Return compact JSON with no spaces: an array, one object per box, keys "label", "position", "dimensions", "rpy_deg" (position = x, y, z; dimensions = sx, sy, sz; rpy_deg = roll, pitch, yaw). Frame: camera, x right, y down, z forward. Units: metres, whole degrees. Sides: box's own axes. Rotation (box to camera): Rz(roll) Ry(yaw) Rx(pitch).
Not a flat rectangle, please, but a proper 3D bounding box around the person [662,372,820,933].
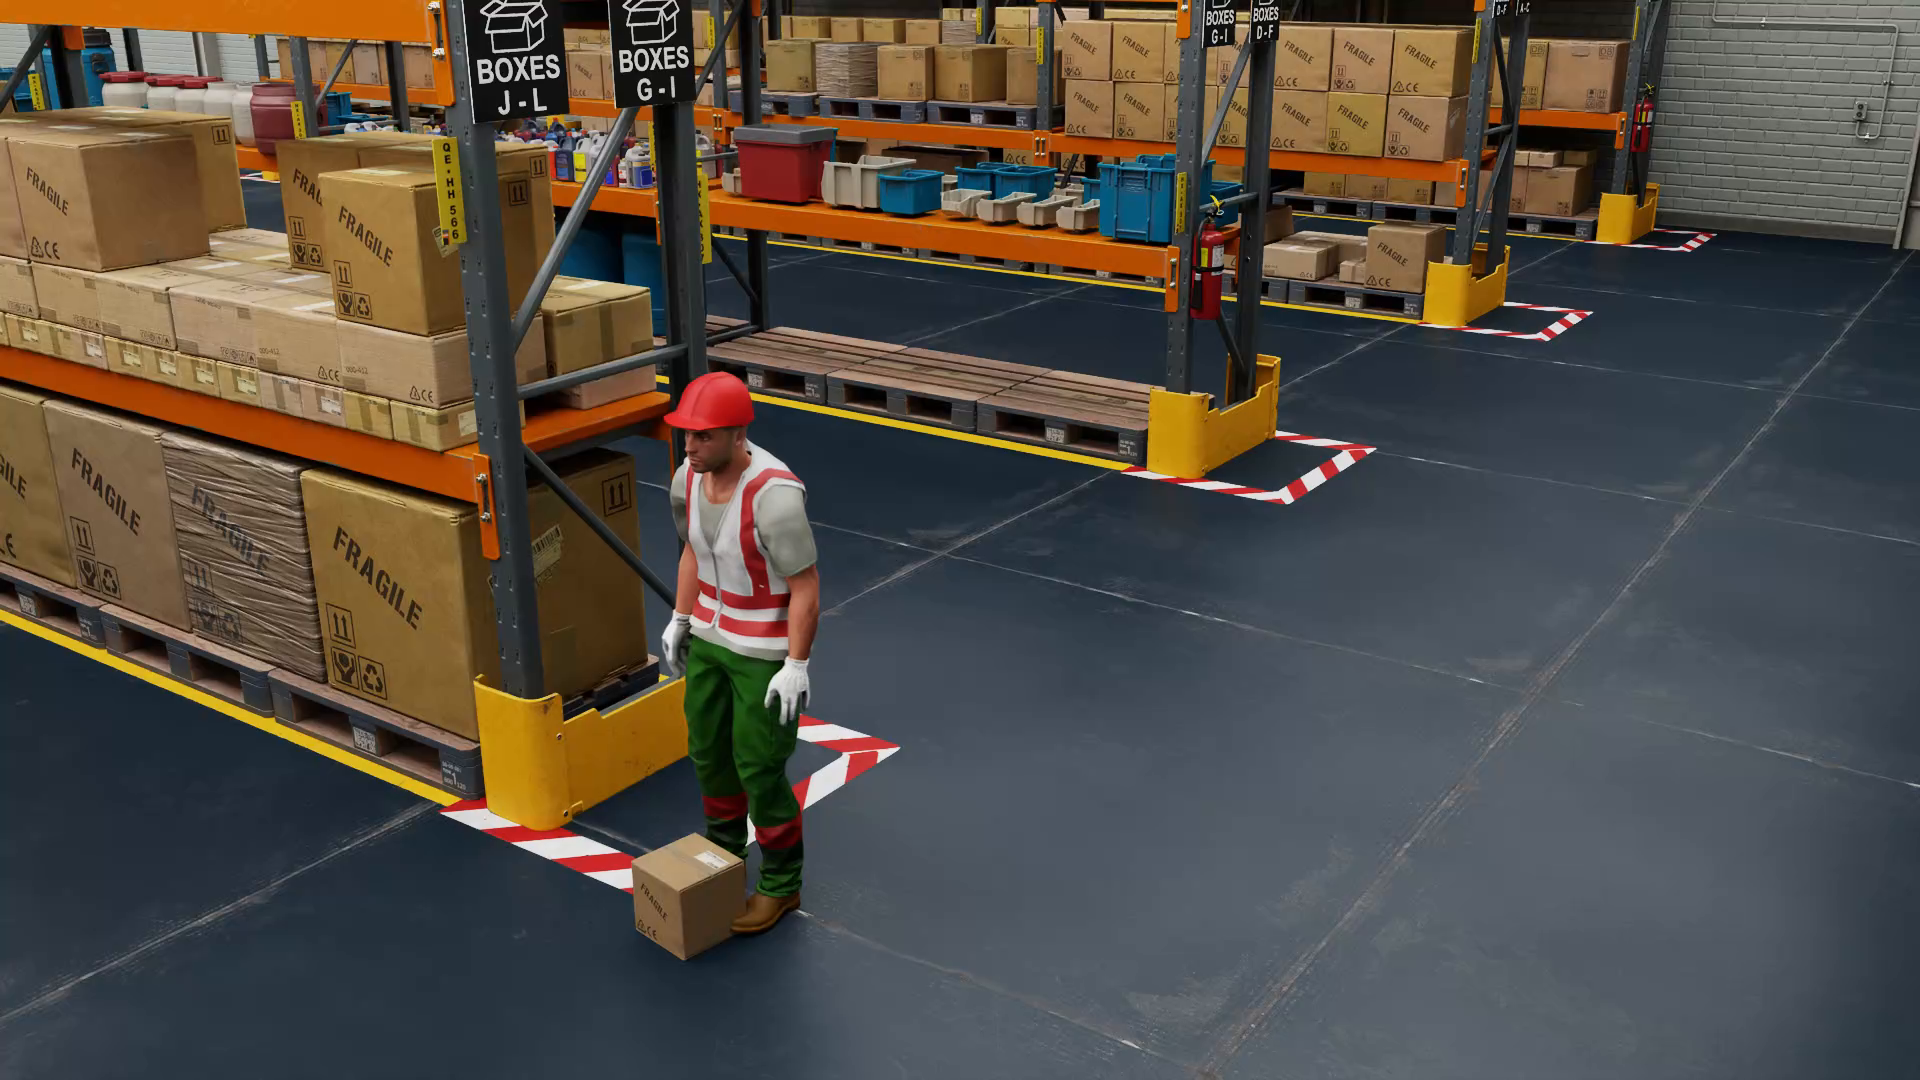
[{"label":"person","position":[-0.683,0.340,5.096],"dimensions":[0.615,1.778,0.453],"rpy_deg":[17,26,39]}]
